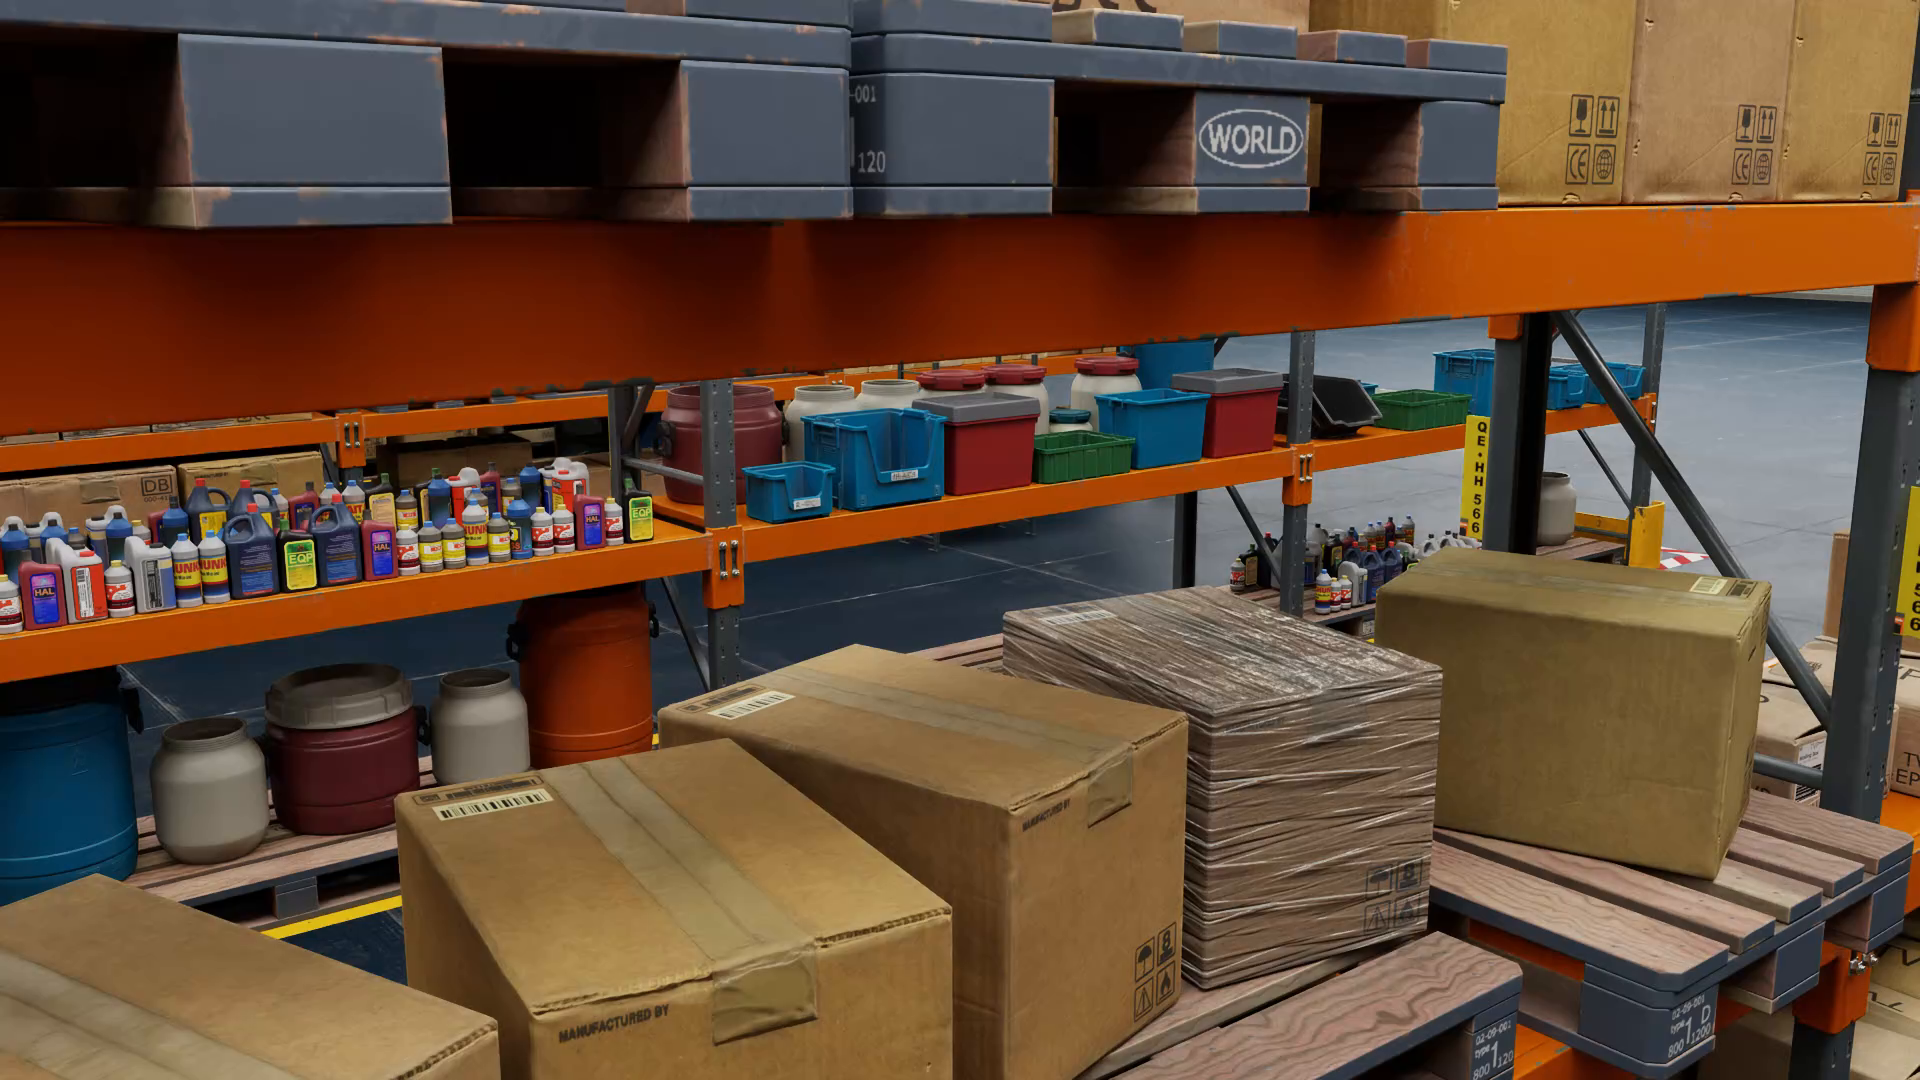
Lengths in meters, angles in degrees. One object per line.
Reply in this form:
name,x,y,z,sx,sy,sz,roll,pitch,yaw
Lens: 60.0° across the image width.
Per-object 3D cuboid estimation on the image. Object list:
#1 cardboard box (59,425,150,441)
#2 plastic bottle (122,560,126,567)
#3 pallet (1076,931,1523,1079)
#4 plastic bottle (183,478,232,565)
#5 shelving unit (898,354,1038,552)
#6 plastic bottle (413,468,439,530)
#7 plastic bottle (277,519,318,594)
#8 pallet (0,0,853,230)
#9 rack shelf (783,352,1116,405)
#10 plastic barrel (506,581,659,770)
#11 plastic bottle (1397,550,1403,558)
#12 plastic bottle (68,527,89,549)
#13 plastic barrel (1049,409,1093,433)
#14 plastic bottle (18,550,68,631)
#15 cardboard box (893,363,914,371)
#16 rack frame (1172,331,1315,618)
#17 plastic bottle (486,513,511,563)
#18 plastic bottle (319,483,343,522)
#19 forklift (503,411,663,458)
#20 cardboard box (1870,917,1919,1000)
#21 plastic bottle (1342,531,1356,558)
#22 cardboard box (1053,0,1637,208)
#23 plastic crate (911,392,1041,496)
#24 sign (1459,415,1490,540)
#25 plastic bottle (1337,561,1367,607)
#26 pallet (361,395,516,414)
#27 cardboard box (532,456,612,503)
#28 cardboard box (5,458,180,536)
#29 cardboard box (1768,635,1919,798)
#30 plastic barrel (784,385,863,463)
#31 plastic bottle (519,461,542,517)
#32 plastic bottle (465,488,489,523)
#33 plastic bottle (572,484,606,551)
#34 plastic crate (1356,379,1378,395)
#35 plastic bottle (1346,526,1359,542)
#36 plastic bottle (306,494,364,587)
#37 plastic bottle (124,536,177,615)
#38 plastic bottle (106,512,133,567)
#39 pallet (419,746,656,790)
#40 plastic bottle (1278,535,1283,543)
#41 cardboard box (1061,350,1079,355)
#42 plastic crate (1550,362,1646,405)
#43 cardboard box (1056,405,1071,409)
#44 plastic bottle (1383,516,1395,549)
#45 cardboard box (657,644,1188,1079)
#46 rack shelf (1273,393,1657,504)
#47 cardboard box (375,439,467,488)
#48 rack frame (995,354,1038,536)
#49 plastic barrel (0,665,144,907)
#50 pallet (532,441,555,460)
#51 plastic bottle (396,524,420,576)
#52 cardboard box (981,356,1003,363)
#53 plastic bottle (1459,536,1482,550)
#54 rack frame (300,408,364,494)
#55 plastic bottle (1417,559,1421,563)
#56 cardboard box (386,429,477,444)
cardboard box,-5.492,-0.928,10.535,0.500,0.500,0.500,-10,16,-39
plastic bottle,-3.083,0.139,6.233,0.097,0.201,0.097,0,12,0
pallet,0.205,0.840,2.915,1.213,0.211,1.003,-9,15,-38
plastic bottle,-3.121,-0.083,6.918,0.185,0.351,0.144,-9,15,-38
shelving unit,0.067,-0.745,13.525,1.048,1.500,0.538,-9,15,-38
plastic bottle,-2.405,-0.180,7.538,0.133,0.283,0.061,-9,15,-38
plastic bottle,-2.561,0.057,6.419,0.133,0.283,0.061,-9,15,-38
pallet,-0.849,-0.437,1.696,1.003,0.211,1.213,-9,15,-38
rack shelf,0.220,-1.541,15.397,4.000,0.370,1.077,-9,15,-38
plastic barrel,-1.742,0.611,7.743,0.708,0.830,0.600,-9,15,-38
plastic bottle,2.881,0.202,10.965,0.097,0.271,0.097,0,12,0
plastic bottle,-3.531,0.052,6.642,0.097,0.201,0.097,0,12,0
plastic barrel,0.623,-0.616,9.640,0.301,0.262,0.301,0,12,0
plastic bottle,-3.248,0.171,5.882,0.133,0.283,0.061,-9,15,-38
cardboard box,-0.604,-1.557,14.345,0.250,0.149,0.380,-9,15,-38
rack frame,1.753,-0.830,10.317,0.127,3.000,1.000,-9,15,-38
plastic bottle,-1.930,-0.013,6.944,0.097,0.201,0.097,0,12,0
plastic bottle,-2.740,-0.114,7.254,0.097,0.271,0.097,0,12,0
forklift,-3.477,-1.646,14.324,3.031,2.935,1.130,-10,15,-39
cardboard box,2.718,1.268,4.694,0.500,0.311,0.500,-10,16,-39
plastic bottle,2.674,0.083,11.497,0.133,0.283,0.061,-9,15,-38
cardboard box,0.597,-0.828,2.843,0.500,0.500,0.910,-9,15,-38
plastic crate,0.082,-0.503,8.620,0.583,0.464,0.402,-9,15,-38
sign,1.372,-0.163,4.389,0.005,0.325,0.100,-9,15,-38
plastic bottle,2.511,0.270,10.633,0.135,0.276,0.152,-9,15,-36
pallet,-3.975,-1.130,12.193,1.003,0.211,1.213,-9,15,-38
cardboard box,-3.091,-0.346,12.995,0.500,0.500,0.700,-8,14,-33
cardboard box,-5.717,-0.080,10.889,0.875,0.875,1.225,-9,15,-37
cardboard box,2.540,0.452,4.495,0.500,0.311,0.500,-10,15,-38
plastic barrel,-0.701,-0.534,8.653,0.421,0.512,0.421,0,12,0
plastic bottle,-2.018,-0.234,7.819,0.097,0.271,0.097,0,12,0
plastic bottle,-2.179,-0.132,7.509,0.097,0.201,0.097,0,12,0
plastic bottle,-1.600,-0.103,7.171,0.133,0.283,0.061,-9,15,-38
plastic crate,2.447,-0.945,11.216,0.616,0.251,0.499,-9,15,-38
plastic bottle,2.762,0.039,11.735,0.097,0.271,0.097,0,12,0
plastic bottle,-2.463,-0.003,6.541,0.185,0.351,0.144,-9,15,-38
plastic bottle,-2.990,0.120,6.141,0.135,0.276,0.152,-9,15,-38
plastic bottle,-3.331,0.025,6.601,0.097,0.271,0.097,0,12,0
pallet,-1.960,1.162,7.649,1.213,0.211,1.003,-9,15,-38
plastic bottle,2.225,0.095,11.278,0.185,0.351,0.144,-10,16,-40
cardboard box,0.904,-1.831,15.633,0.250,0.149,0.380,-9,15,-38
plastic crate,4.672,-1.163,12.243,0.616,0.251,0.499,-9,15,-38
cardboard box,1.284,-1.057,16.392,0.500,0.500,0.500,-6,14,-27
plastic bottle,3.078,-0.025,12.004,0.133,0.283,0.061,-9,15,-37
cardboard box,-0.062,0.518,2.716,0.700,0.500,0.500,9,15,36
rack shelf,3.315,-0.738,11.614,4.000,0.370,1.077,-9,15,-38
cardboard box,-3.960,-0.566,12.225,0.500,0.250,0.500,-9,15,-35
rack frame,0.464,-0.811,13.836,0.032,1.500,0.500,-9,15,-38
plastic barrel,-3.506,0.869,6.355,0.708,0.901,0.600,-9,15,-38
pallet,-4.916,-0.975,17.711,1.213,0.211,1.003,-9,15,-38
plastic bottle,-2.234,0.038,6.707,0.097,0.201,0.097,0,12,0
cardboard box,0.177,-1.687,14.955,0.250,0.149,0.380,-9,15,-38
plastic bottle,3.502,0.105,11.409,0.135,0.276,0.152,-9,15,-37
rack frame,-4.465,-1.115,11.656,0.127,3.000,1.000,-9,15,-38
plastic bottle,3.025,0.228,11.009,0.097,0.201,0.097,0,12,0
cardboard box,-5.545,-1.336,17.106,0.750,0.750,1.050,-9,15,-38
